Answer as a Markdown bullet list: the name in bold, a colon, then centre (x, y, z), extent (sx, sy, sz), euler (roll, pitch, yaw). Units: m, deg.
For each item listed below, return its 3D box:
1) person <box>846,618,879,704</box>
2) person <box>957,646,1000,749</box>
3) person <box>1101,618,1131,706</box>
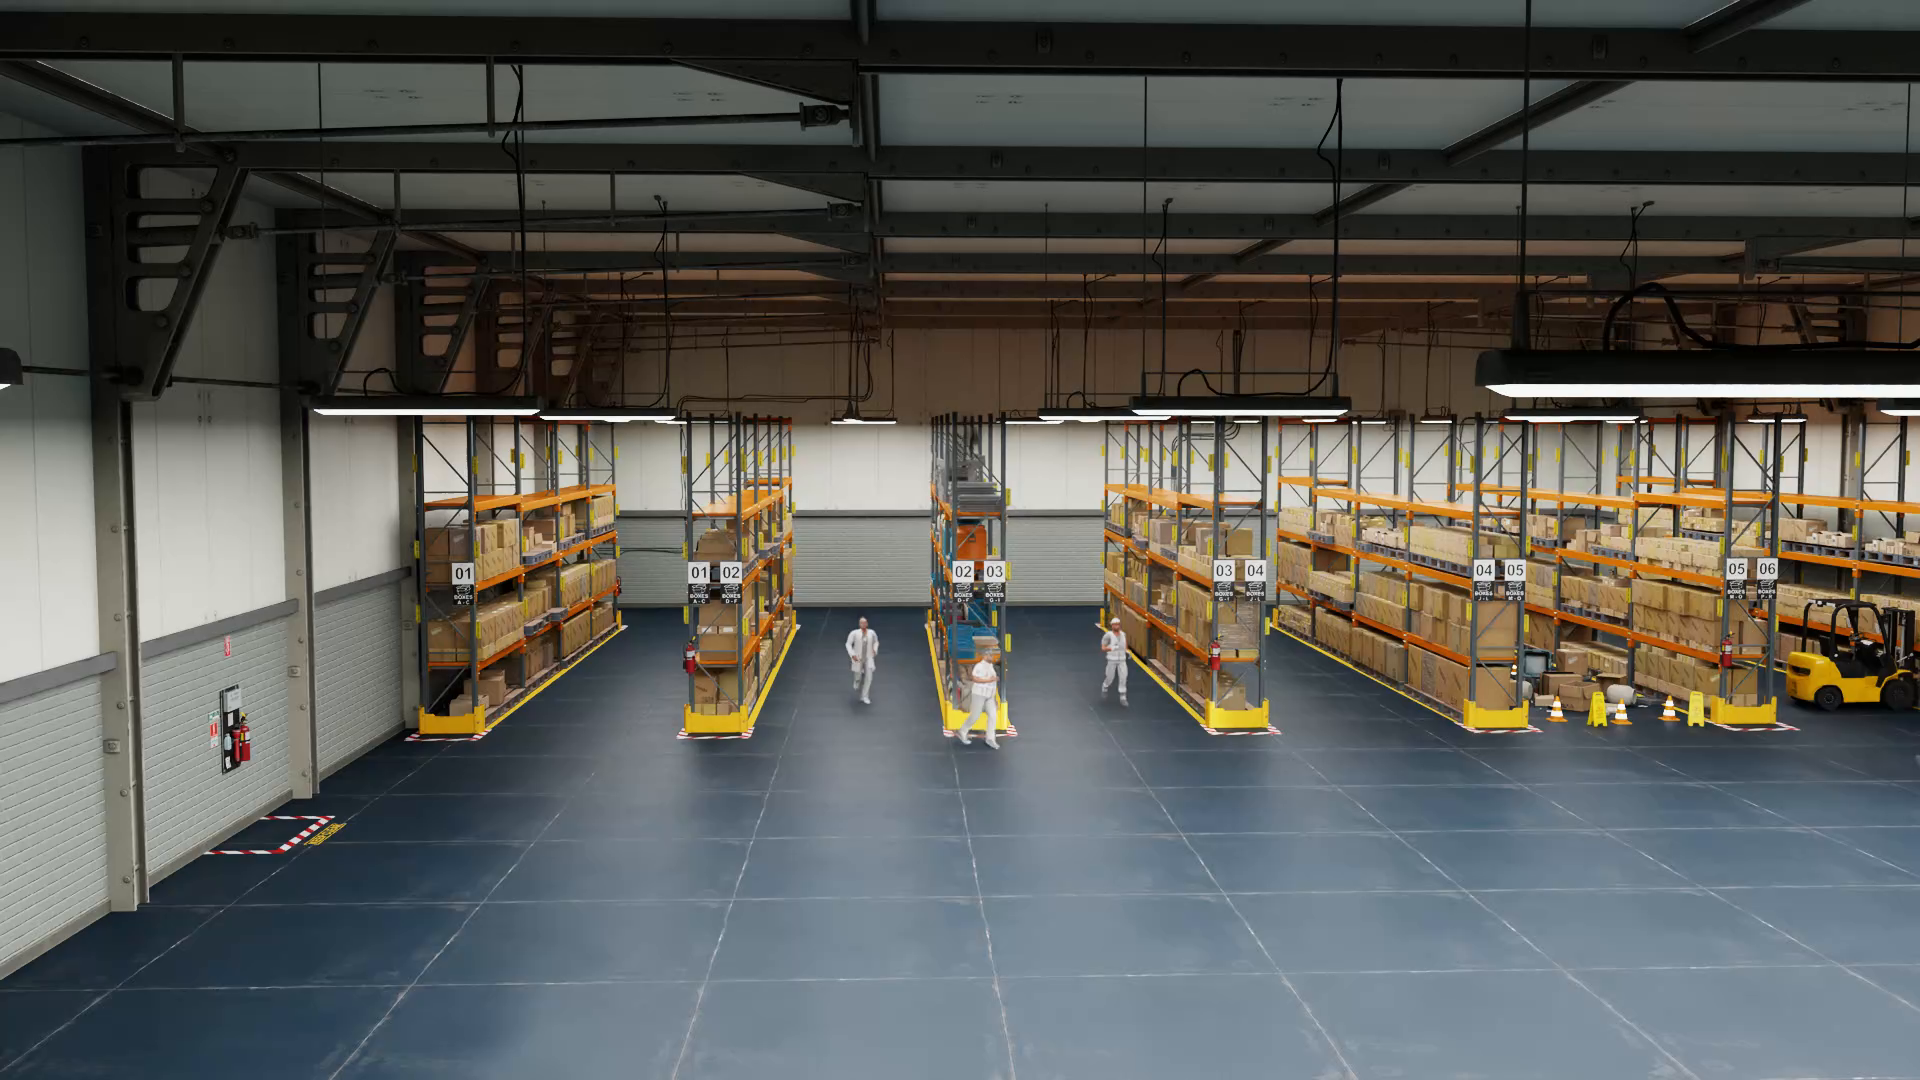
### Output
- **person**: centre (-2.030, 2.506, 34.836), extent (0.714, 1.750, 0.918), euler (-1, 4, -10)
- **person**: centre (0.430, 2.812, 29.874), extent (0.875, 1.812, 0.667), euler (3, 5, 38)
- **person**: centre (3.208, 2.481, 34.204), extent (0.666, 1.763, 0.985), euler (-1, 4, -17)
